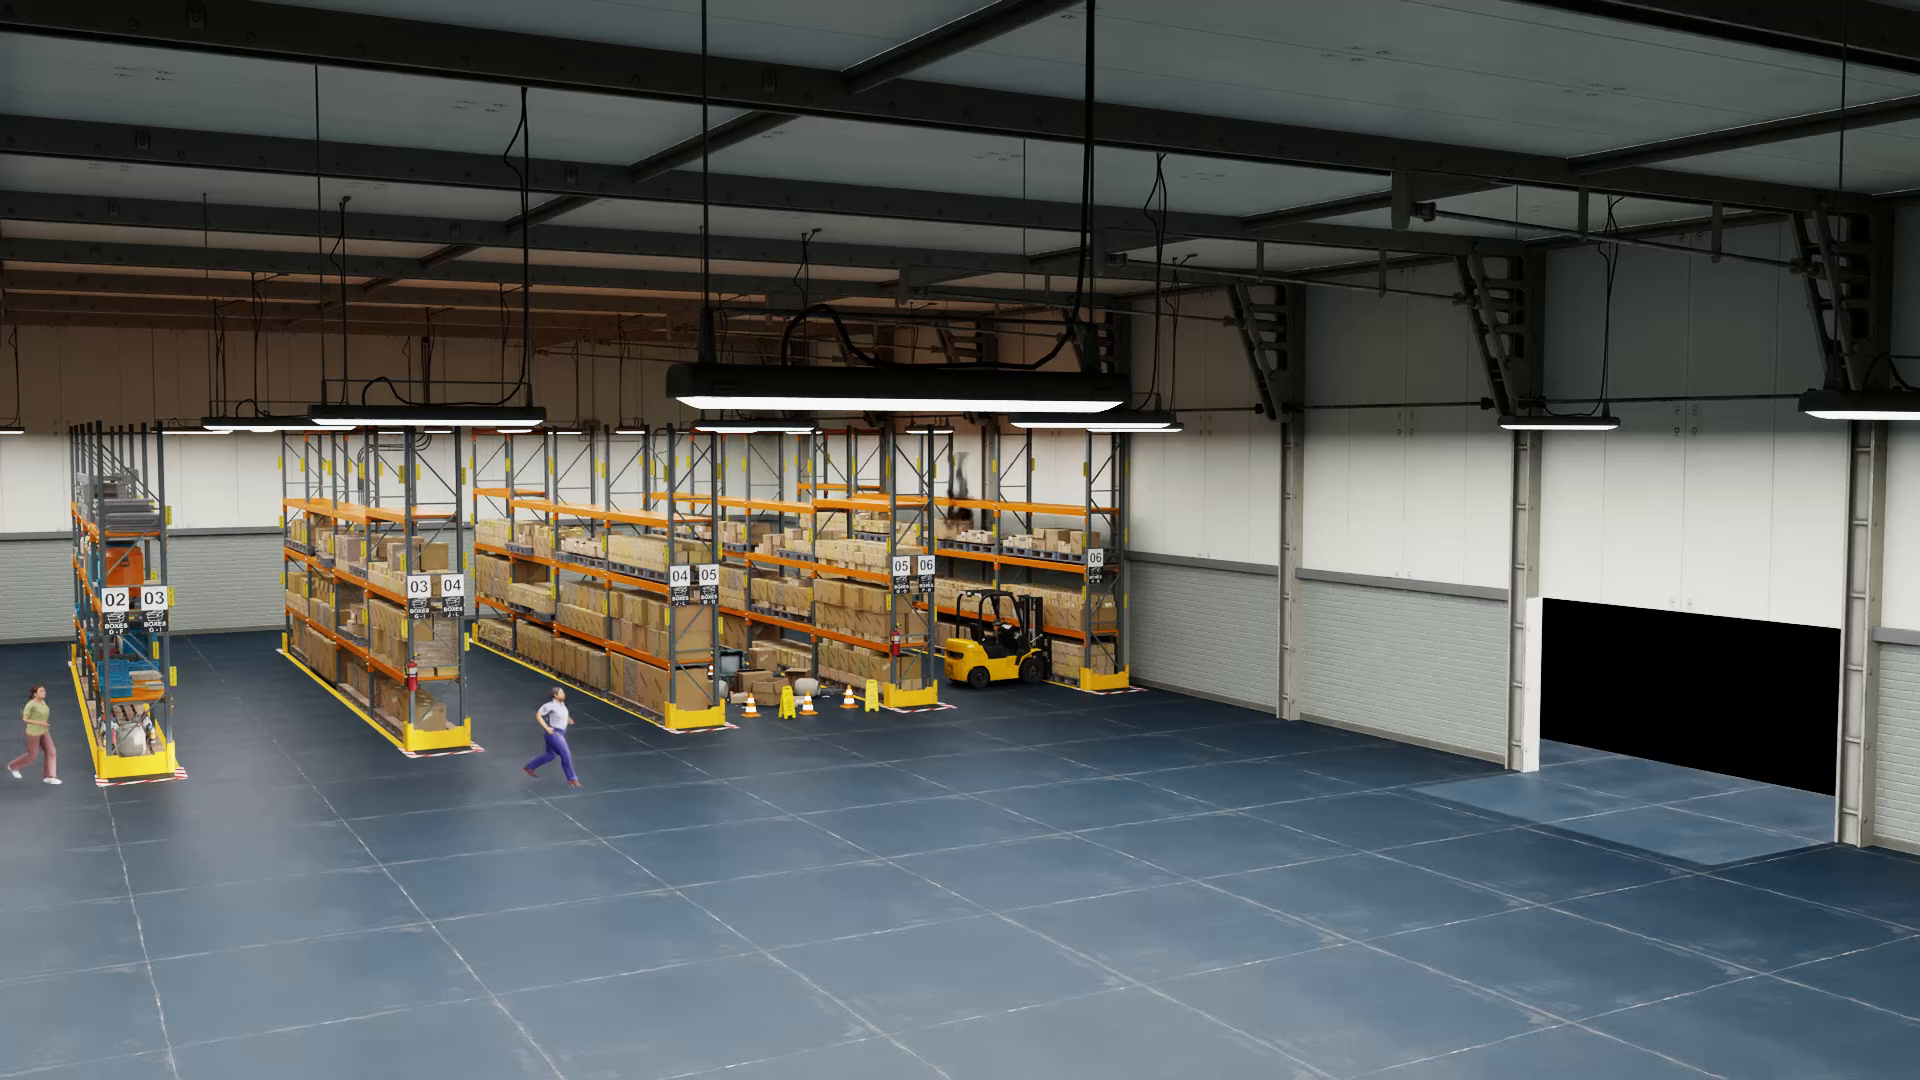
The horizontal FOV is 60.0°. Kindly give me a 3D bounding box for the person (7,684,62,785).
[{"bbox_3d":[-15.280,3.202,27.426,0.923,1.662,0.566,0,4,8],"label":"person"}]

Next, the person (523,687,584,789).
[{"bbox_3d":[-6.667,3.241,27.241,1.044,1.691,0.574,0,4,0],"label":"person"}]
